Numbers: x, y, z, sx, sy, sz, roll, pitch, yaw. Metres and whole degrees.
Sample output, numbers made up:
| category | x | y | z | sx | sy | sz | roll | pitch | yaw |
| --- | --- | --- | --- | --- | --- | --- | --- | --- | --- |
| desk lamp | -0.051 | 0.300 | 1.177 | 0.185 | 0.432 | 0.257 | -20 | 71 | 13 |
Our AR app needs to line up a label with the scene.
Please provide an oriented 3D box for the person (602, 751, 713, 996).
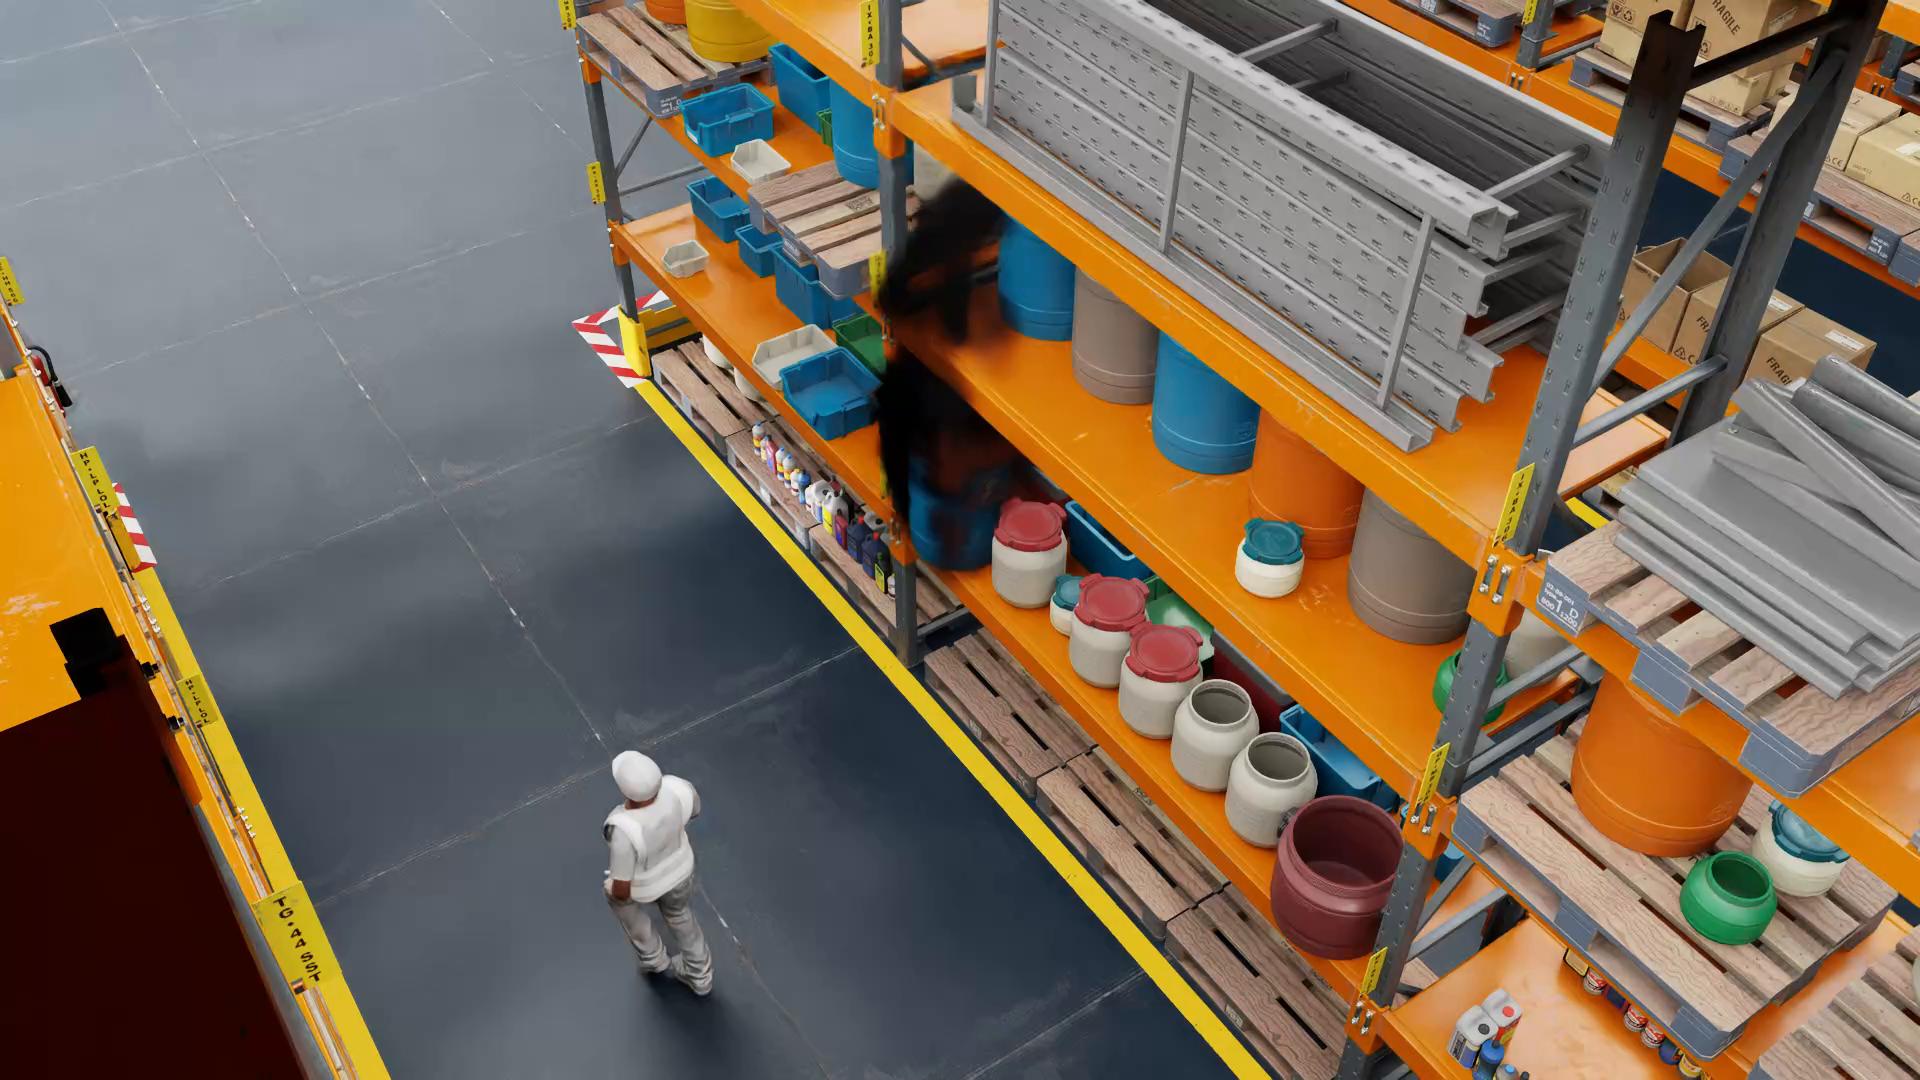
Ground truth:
| category | x | y | z | sx | sy | sz | roll | pitch | yaw |
| --- | --- | --- | --- | --- | --- | --- | --- | --- | --- |
| person | -1.614 | 1.698 | 8.611 | 0.659 | 1.807 | 0.685 | -31 | 51 | -29 |
